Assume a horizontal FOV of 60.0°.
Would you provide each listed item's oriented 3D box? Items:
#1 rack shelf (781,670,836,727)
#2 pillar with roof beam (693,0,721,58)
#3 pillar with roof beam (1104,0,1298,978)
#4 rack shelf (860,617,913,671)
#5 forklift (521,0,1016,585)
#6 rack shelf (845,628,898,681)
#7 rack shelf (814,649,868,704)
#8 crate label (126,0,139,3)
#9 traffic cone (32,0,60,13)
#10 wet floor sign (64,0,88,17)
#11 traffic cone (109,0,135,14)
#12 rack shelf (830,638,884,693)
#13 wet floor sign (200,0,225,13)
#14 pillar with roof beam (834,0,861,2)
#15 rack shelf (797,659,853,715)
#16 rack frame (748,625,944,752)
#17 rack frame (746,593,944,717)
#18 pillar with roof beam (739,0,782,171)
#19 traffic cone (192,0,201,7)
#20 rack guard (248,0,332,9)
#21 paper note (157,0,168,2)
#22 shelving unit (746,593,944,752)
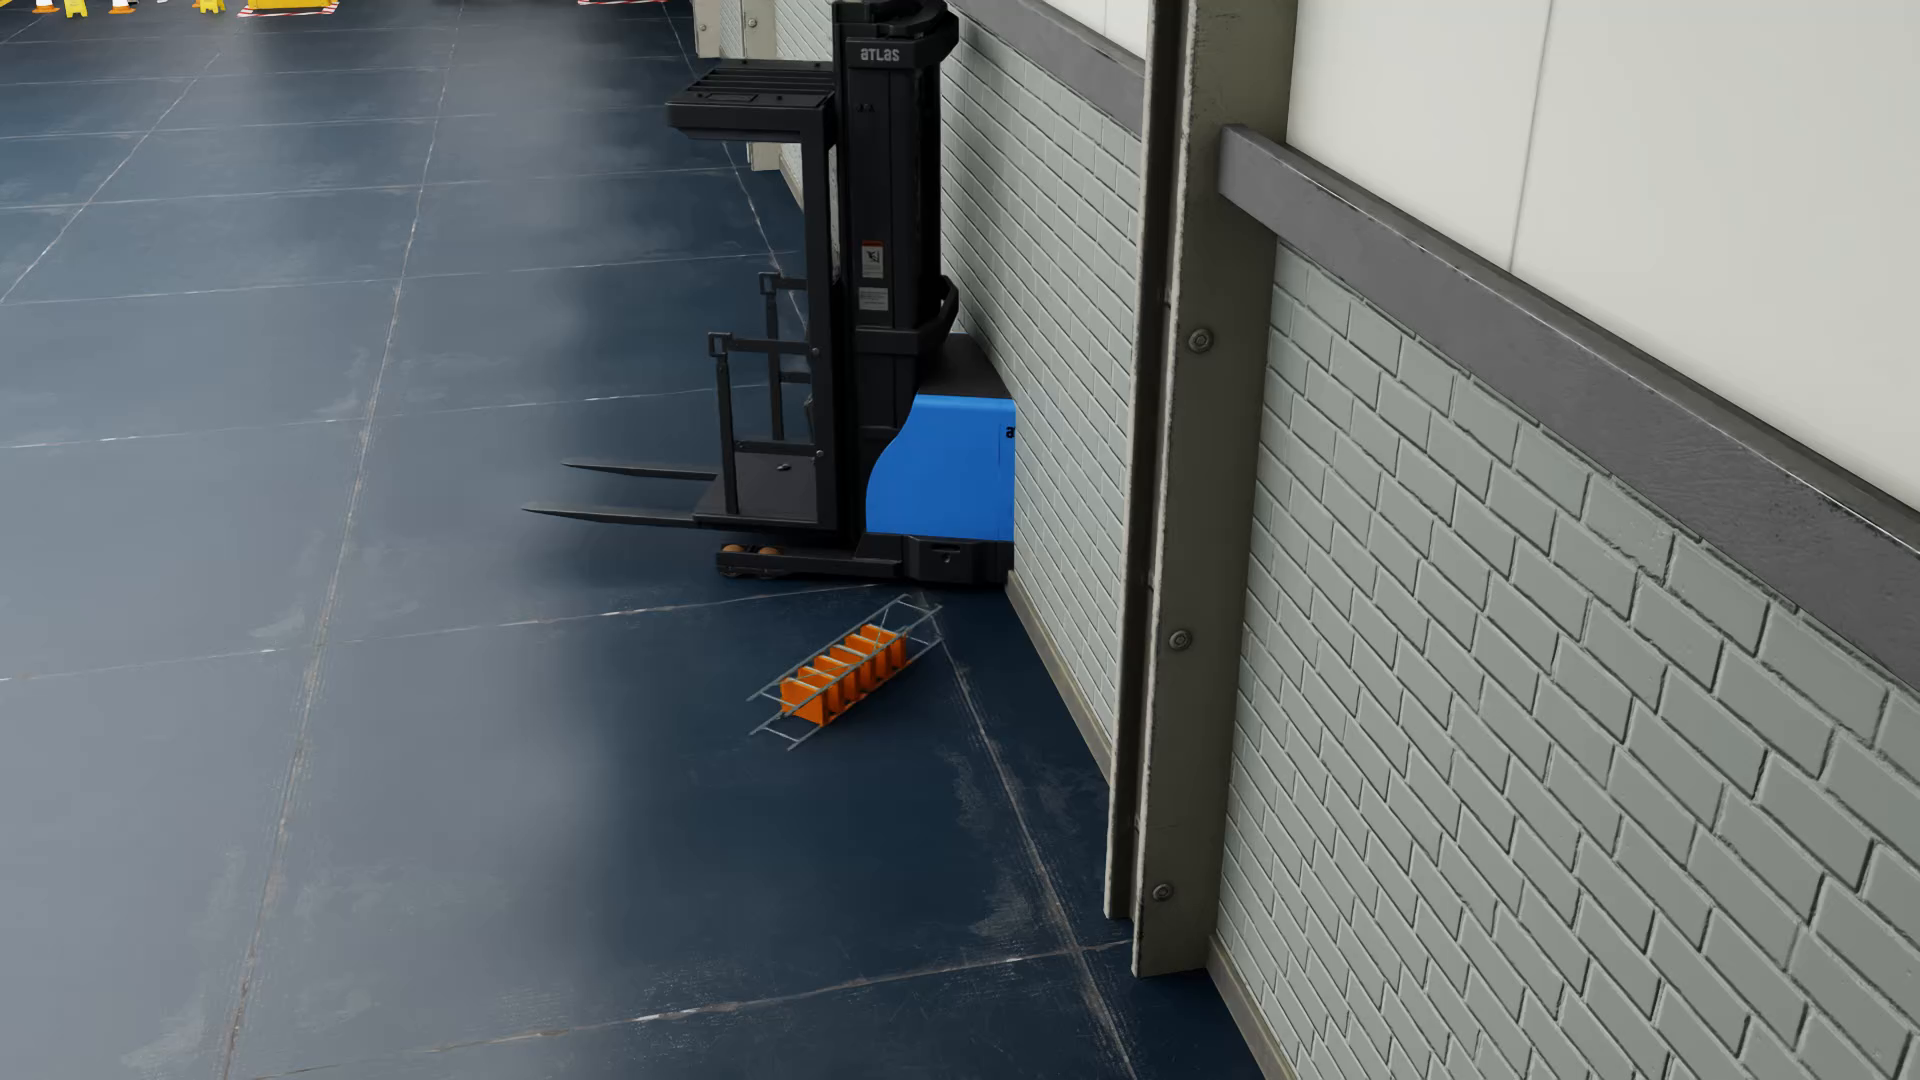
[{"bbox_3d":[-0.696,0.721,7.608,0.258,0.180,0.103,17,31,30],"label":"rack shelf"},{"bbox_3d":[-7.503,-9.983,19.042,9.100,9.000,0.400,-6,27,-12],"label":"pillar with roof beam"},{"bbox_3d":[-3.446,-2.081,3.386,9.100,9.000,0.400,-6,27,-12],"label":"pillar with roof beam"},{"bbox_3d":[-0.358,0.497,8.050,0.258,0.180,0.103,17,31,30],"label":"rack shelf"},{"bbox_3d":[-0.860,-1.330,8.633,3.031,2.935,1.130,4,27,8],"label":"forklift"},{"bbox_3d":[-0.425,0.542,7.961,0.258,0.180,0.103,17,31,30],"label":"rack shelf"},{"bbox_3d":[-0.561,0.631,7.784,0.258,0.180,0.103,17,31,30],"label":"rack shelf"},{"bbox_3d":[-12.813,-8.330,25.602,0.250,0.136,0.298,-23,35,-38],"label":"crate label"},{"bbox_3d":[-13.753,-8.171,24.925,0.336,0.463,0.334,-6,27,-12],"label":"traffic cone"},{"bbox_3d":[-13.081,-8.064,24.510,0.267,0.644,0.232,-11,29,-20],"label":"wet floor sign"},{"bbox_3d":[-12.576,-8.137,24.857,0.336,0.463,0.334,-6,27,-12],"label":"traffic cone"},{"bbox_3d":[-0.493,0.587,7.873,0.258,0.180,0.103,17,31,30],"label":"rack shelf"},{"bbox_3d":[-11.217,-8.230,24.840,0.267,0.644,0.232,3,27,6],"label":"wet floor sign"},{"bbox_3d":[-4.798,-4.715,8.605,9.100,9.000,0.400,-6,27,-12],"label":"pillar with roof beam"},{"bbox_3d":[-0.629,0.676,7.696,0.258,0.180,0.103,17,31,30],"label":"rack shelf"},{"bbox_3d":[-0.518,0.685,7.881,0.240,0.006,1.200,17,31,30],"label":"rack frame"},{"bbox_3d":[-0.518,0.521,7.799,0.240,0.006,1.200,17,31,30],"label":"rack frame"},{"bbox_3d":[-6.151,-7.349,13.823,9.100,9.000,0.400,-6,27,-12],"label":"pillar with roof beam"},{"bbox_3d":[-11.571,-8.399,25.376,0.336,0.463,0.334,-6,27,-12],"label":"traffic cone"},{"bbox_3d":[-10.234,-8.391,25.319,1.175,0.500,0.348,-6,27,-12],"label":"rack guard"},{"bbox_3d":[-12.369,-8.361,25.780,0.148,0.019,0.142,-16,31,-29],"label":"paper note"},{"bbox_3d":[-0.518,0.603,7.840,0.258,0.189,1.200,17,31,30],"label":"shelving unit"}]
